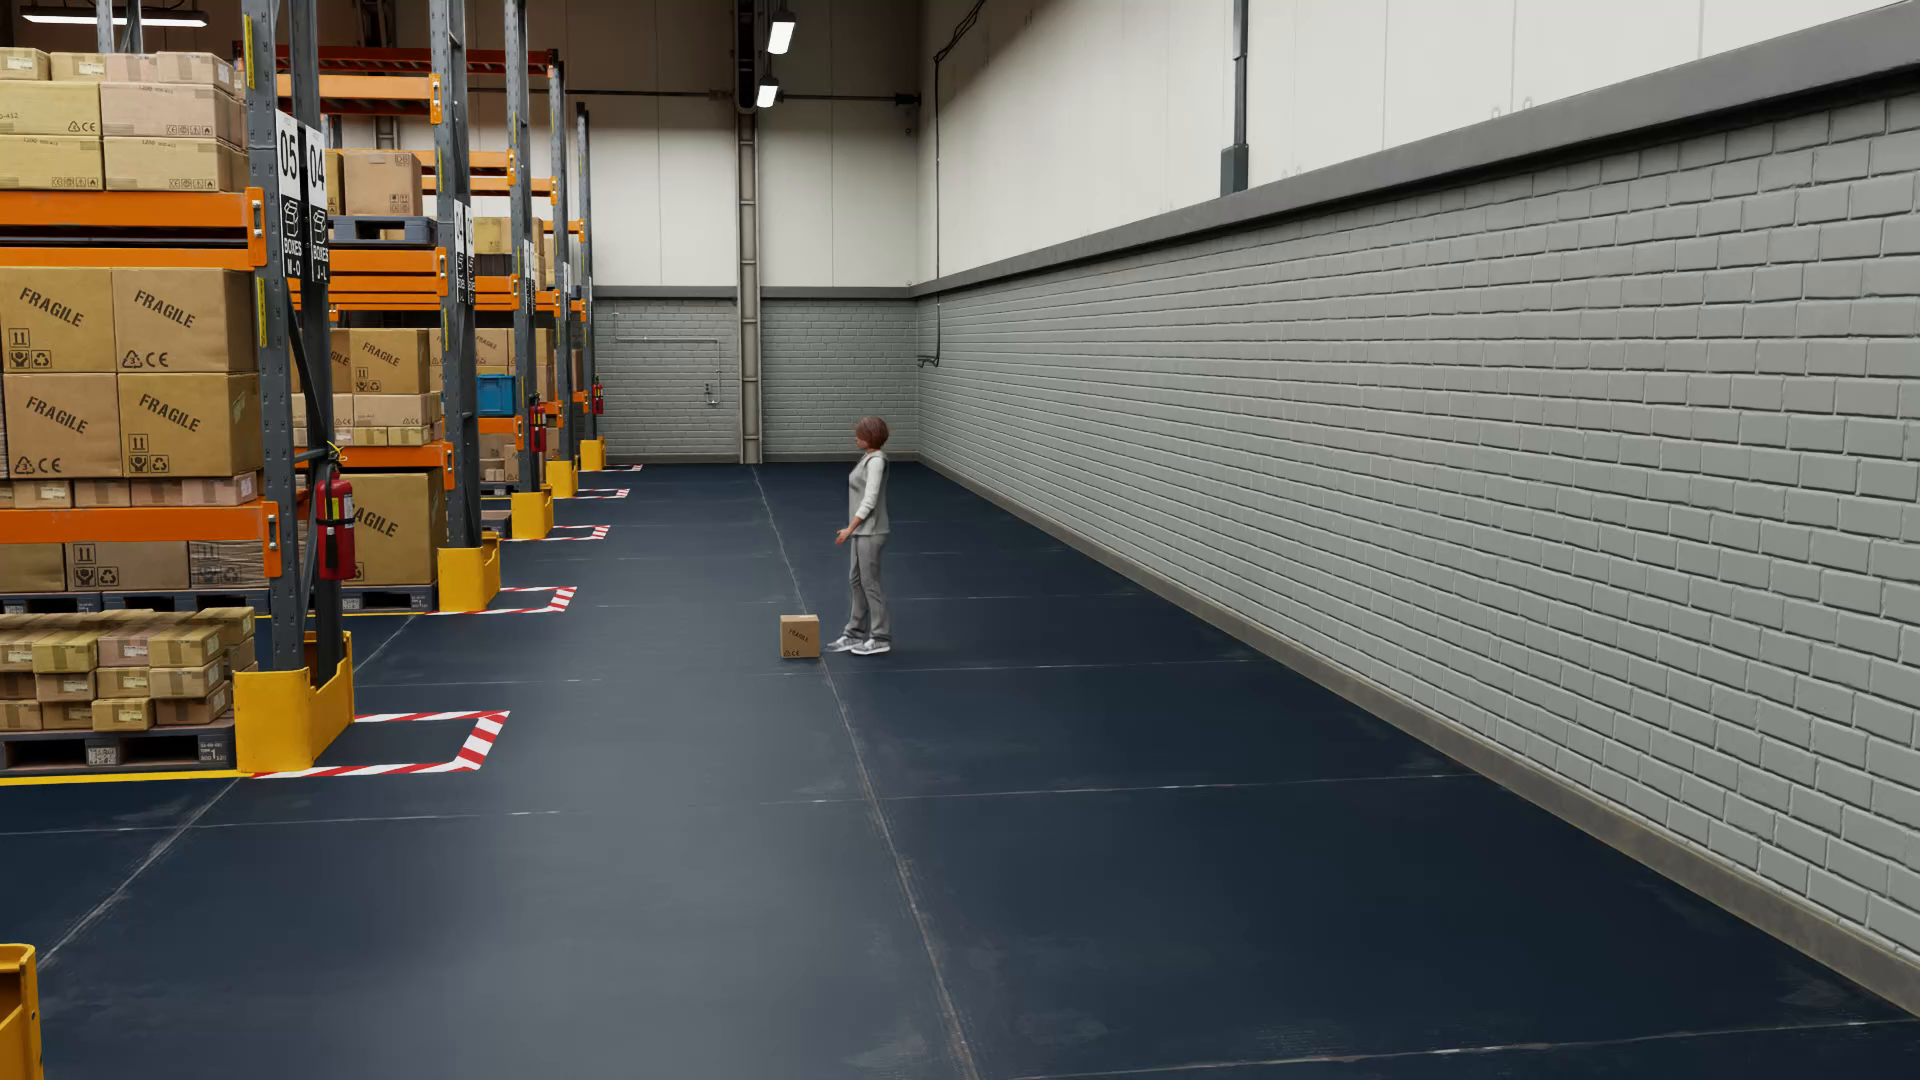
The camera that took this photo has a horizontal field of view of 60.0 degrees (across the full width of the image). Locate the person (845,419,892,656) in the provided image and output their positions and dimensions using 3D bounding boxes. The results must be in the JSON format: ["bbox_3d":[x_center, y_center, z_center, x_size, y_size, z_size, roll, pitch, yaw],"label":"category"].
[{"bbox_3d":[-0.622,-0.020,11.225,0.306,1.595,0.407,-1,7,-7],"label":"person"}]
